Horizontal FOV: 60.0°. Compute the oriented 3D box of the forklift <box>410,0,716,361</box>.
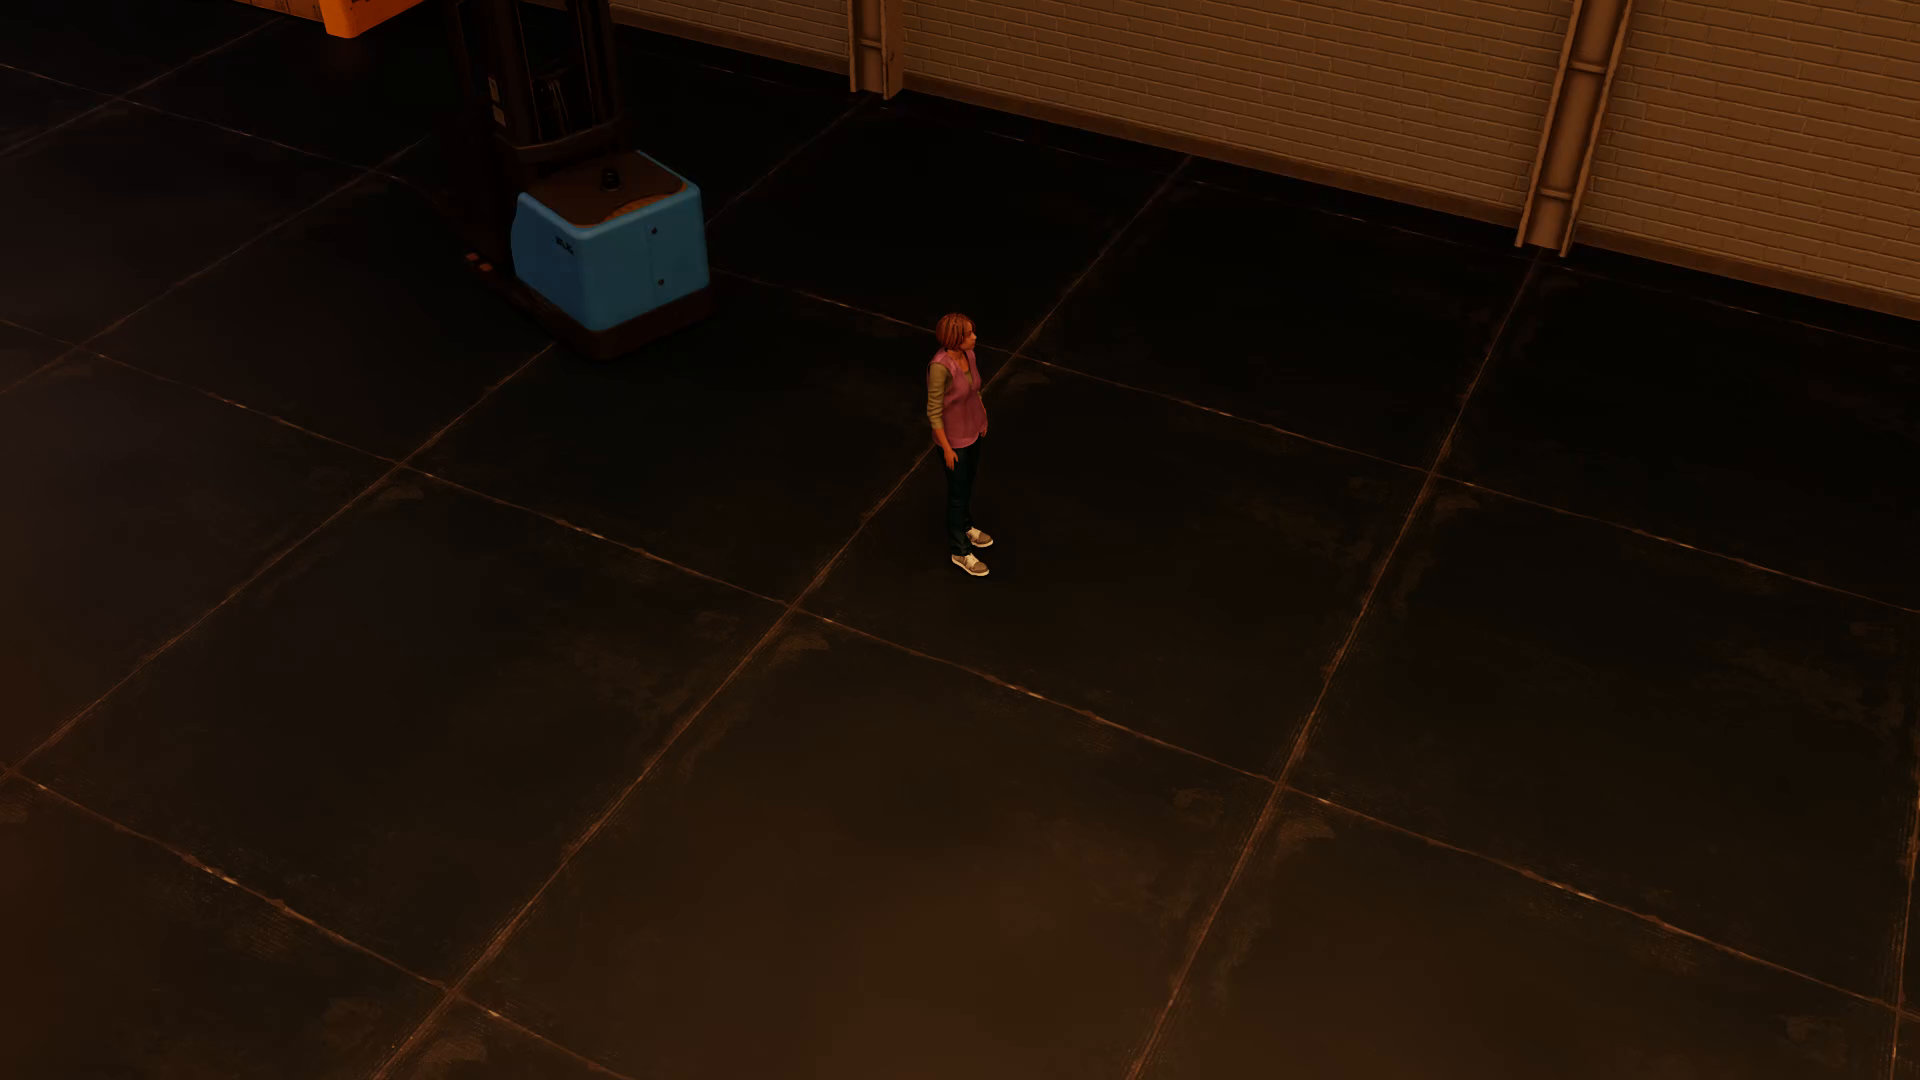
[{"bbox_3d":[-3.143,-3.238,11.831,1.130,2.935,3.031,-30,49,-31],"label":"forklift"}]

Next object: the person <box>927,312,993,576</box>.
[{"bbox_3d":[0.059,-0.587,9.707,0.476,1.597,0.520,18,43,21],"label":"person"}]
